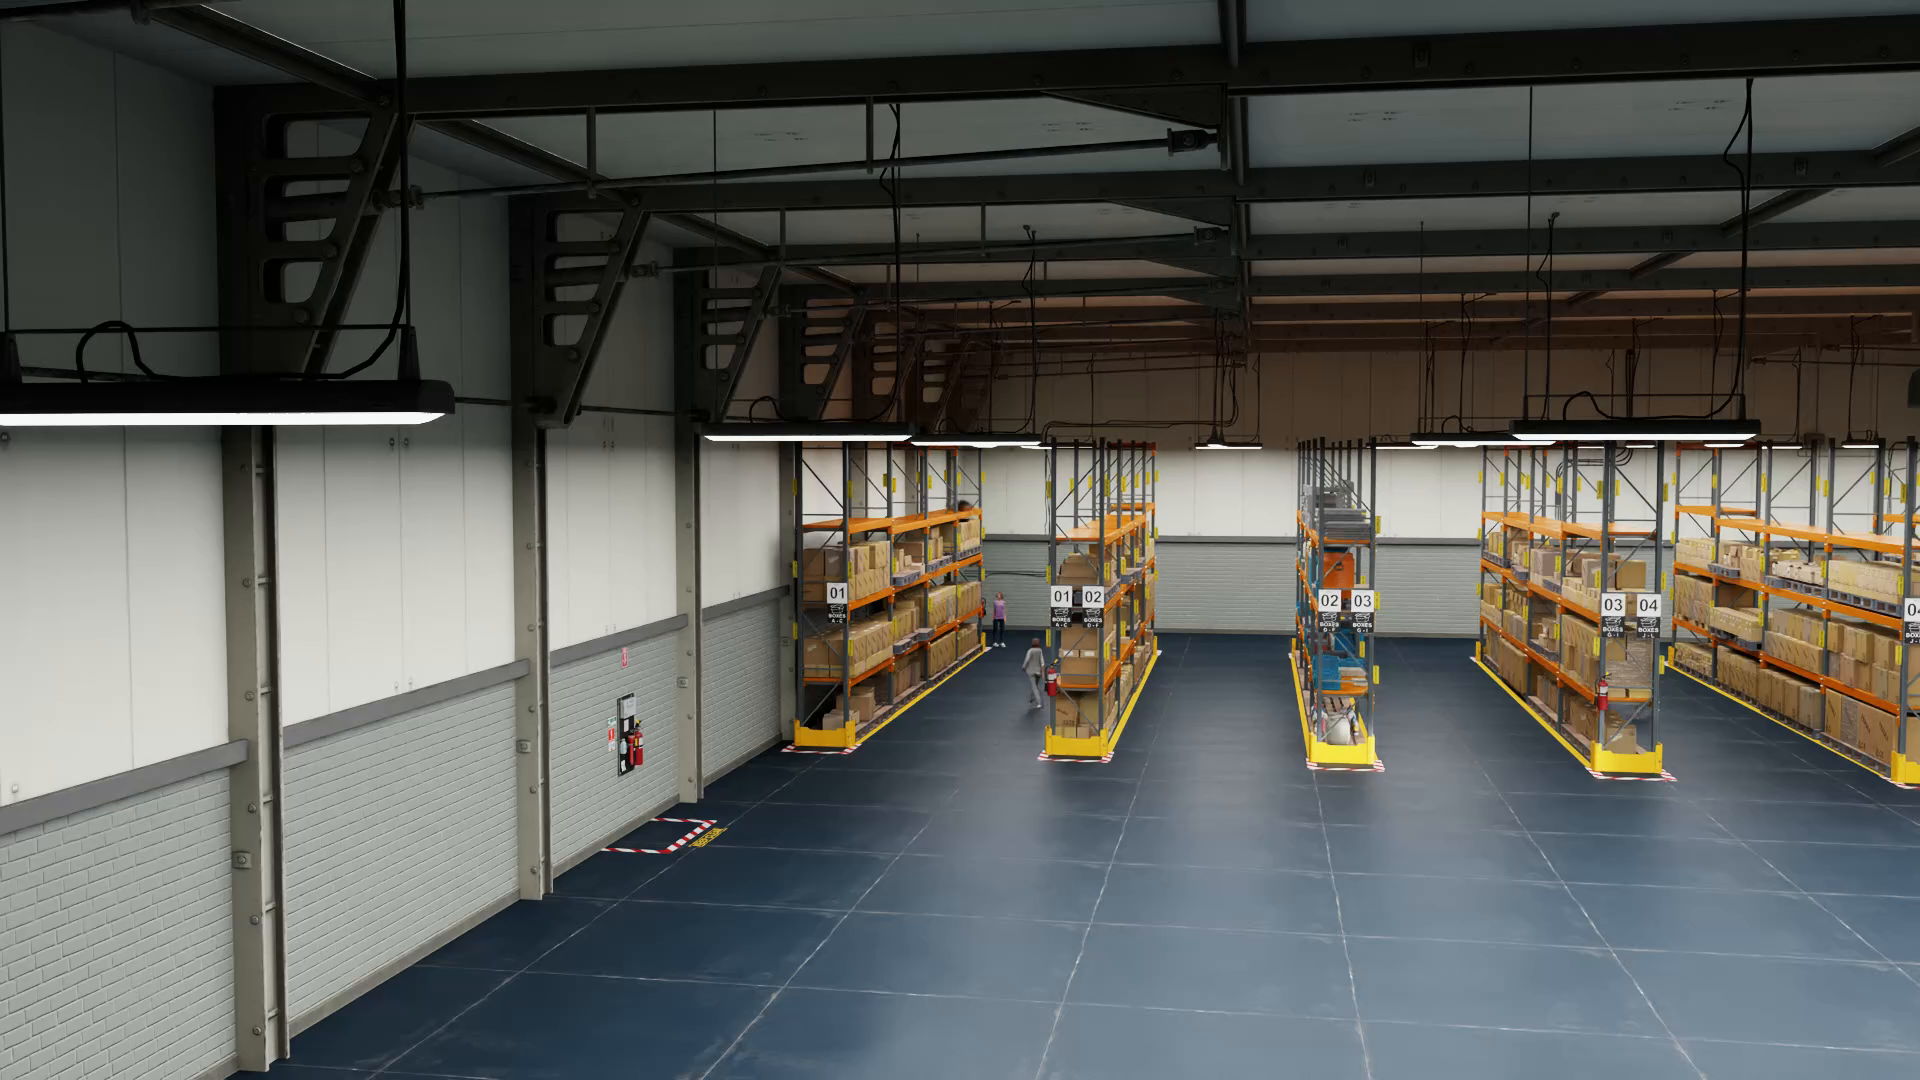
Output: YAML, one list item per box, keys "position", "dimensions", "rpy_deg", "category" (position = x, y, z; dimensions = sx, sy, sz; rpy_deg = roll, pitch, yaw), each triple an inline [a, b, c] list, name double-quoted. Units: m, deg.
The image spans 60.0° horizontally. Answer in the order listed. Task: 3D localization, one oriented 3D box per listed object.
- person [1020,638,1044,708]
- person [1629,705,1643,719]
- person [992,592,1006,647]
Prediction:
- position: [1.630, 2.957, 37.239]
  dimensions: [0.459, 1.542, 0.928]
  rpy_deg: [-1, 3, -24]
  category: "person"
- position: [14.578, 3.005, 35.894]
  dimensions: [0.479, 1.679, 0.463]
  rpy_deg: [-1, 3, -16]
  category: "person"
- position: [1.137, 2.348, 49.024]
  dimensions: [0.443, 1.599, 0.376]
  rpy_deg: [-1, 3, -13]
  category: "person"
